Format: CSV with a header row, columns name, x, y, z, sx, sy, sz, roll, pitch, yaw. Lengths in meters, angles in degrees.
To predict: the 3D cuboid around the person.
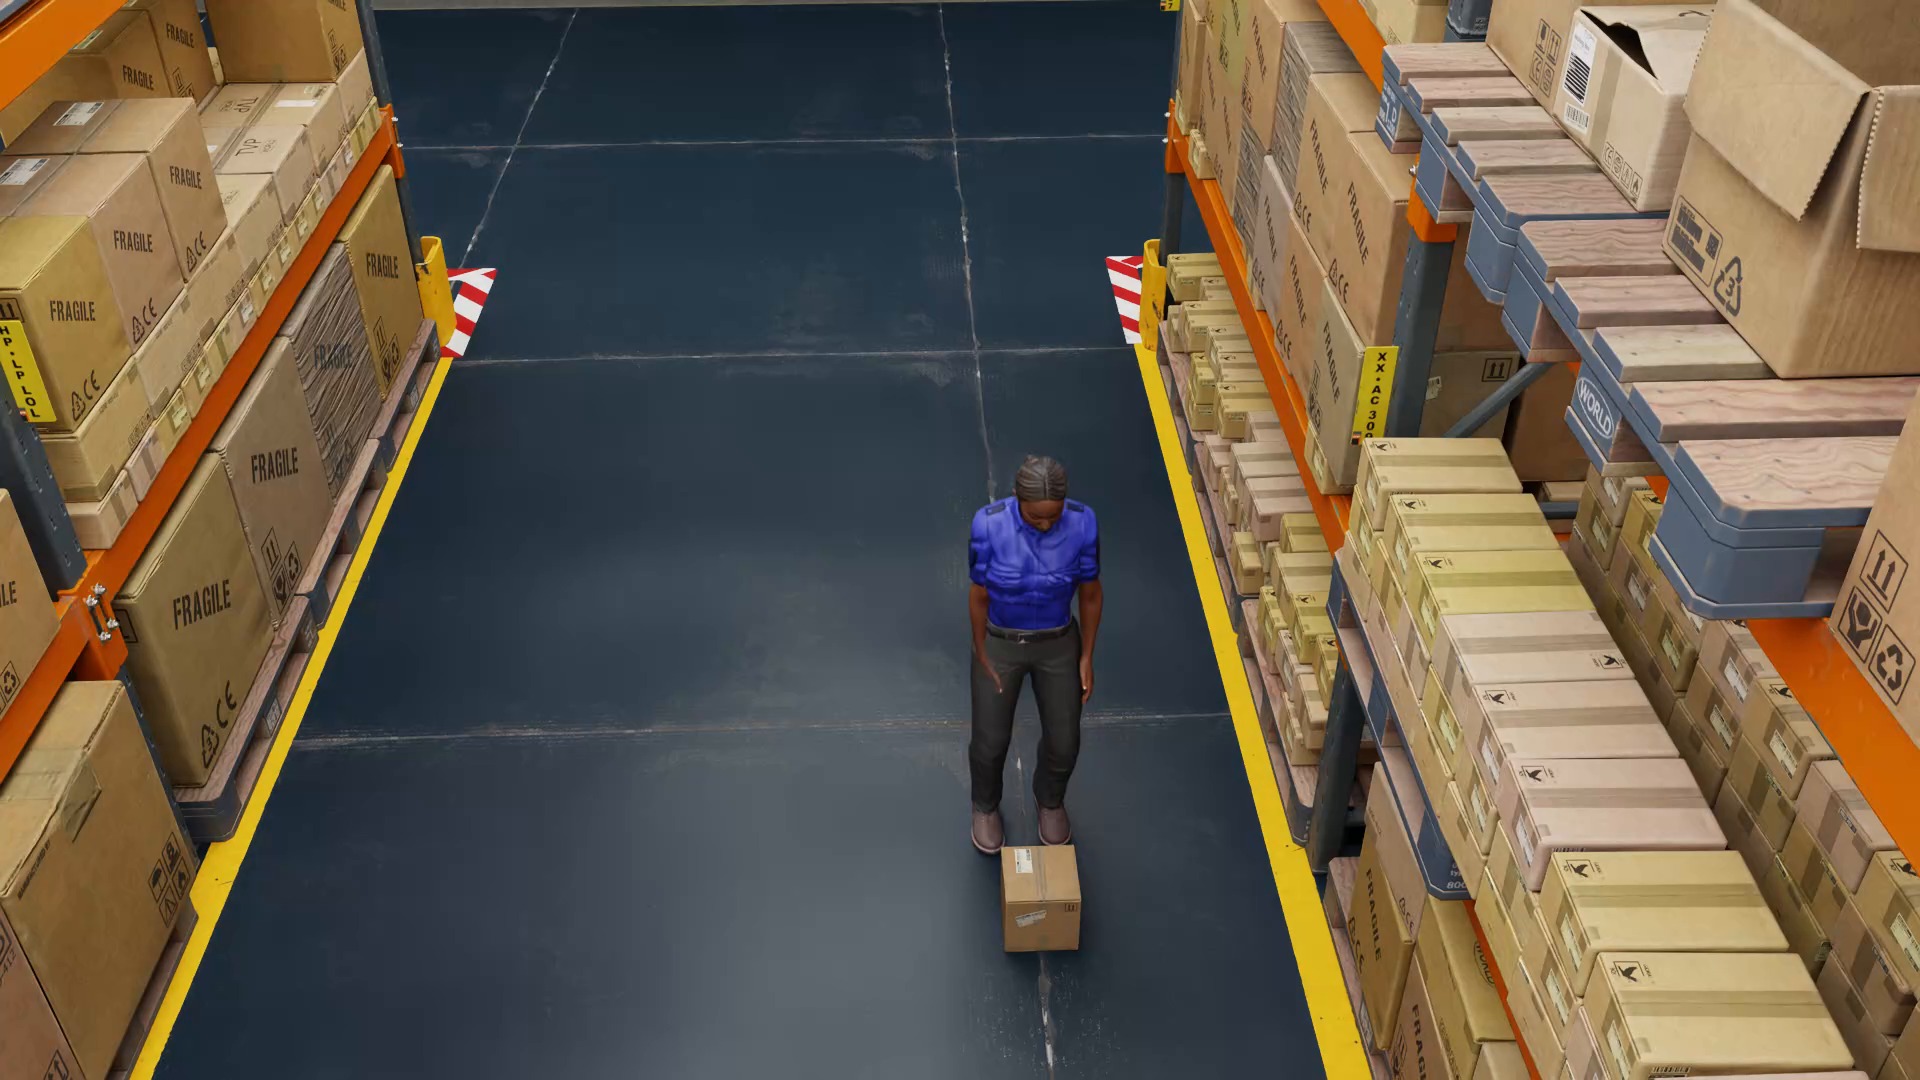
name,x,y,z,sx,sy,sz,roll,pitch,yaw
person,0.251,0.384,5.644,0.448,1.631,0.343,-2,35,-3
